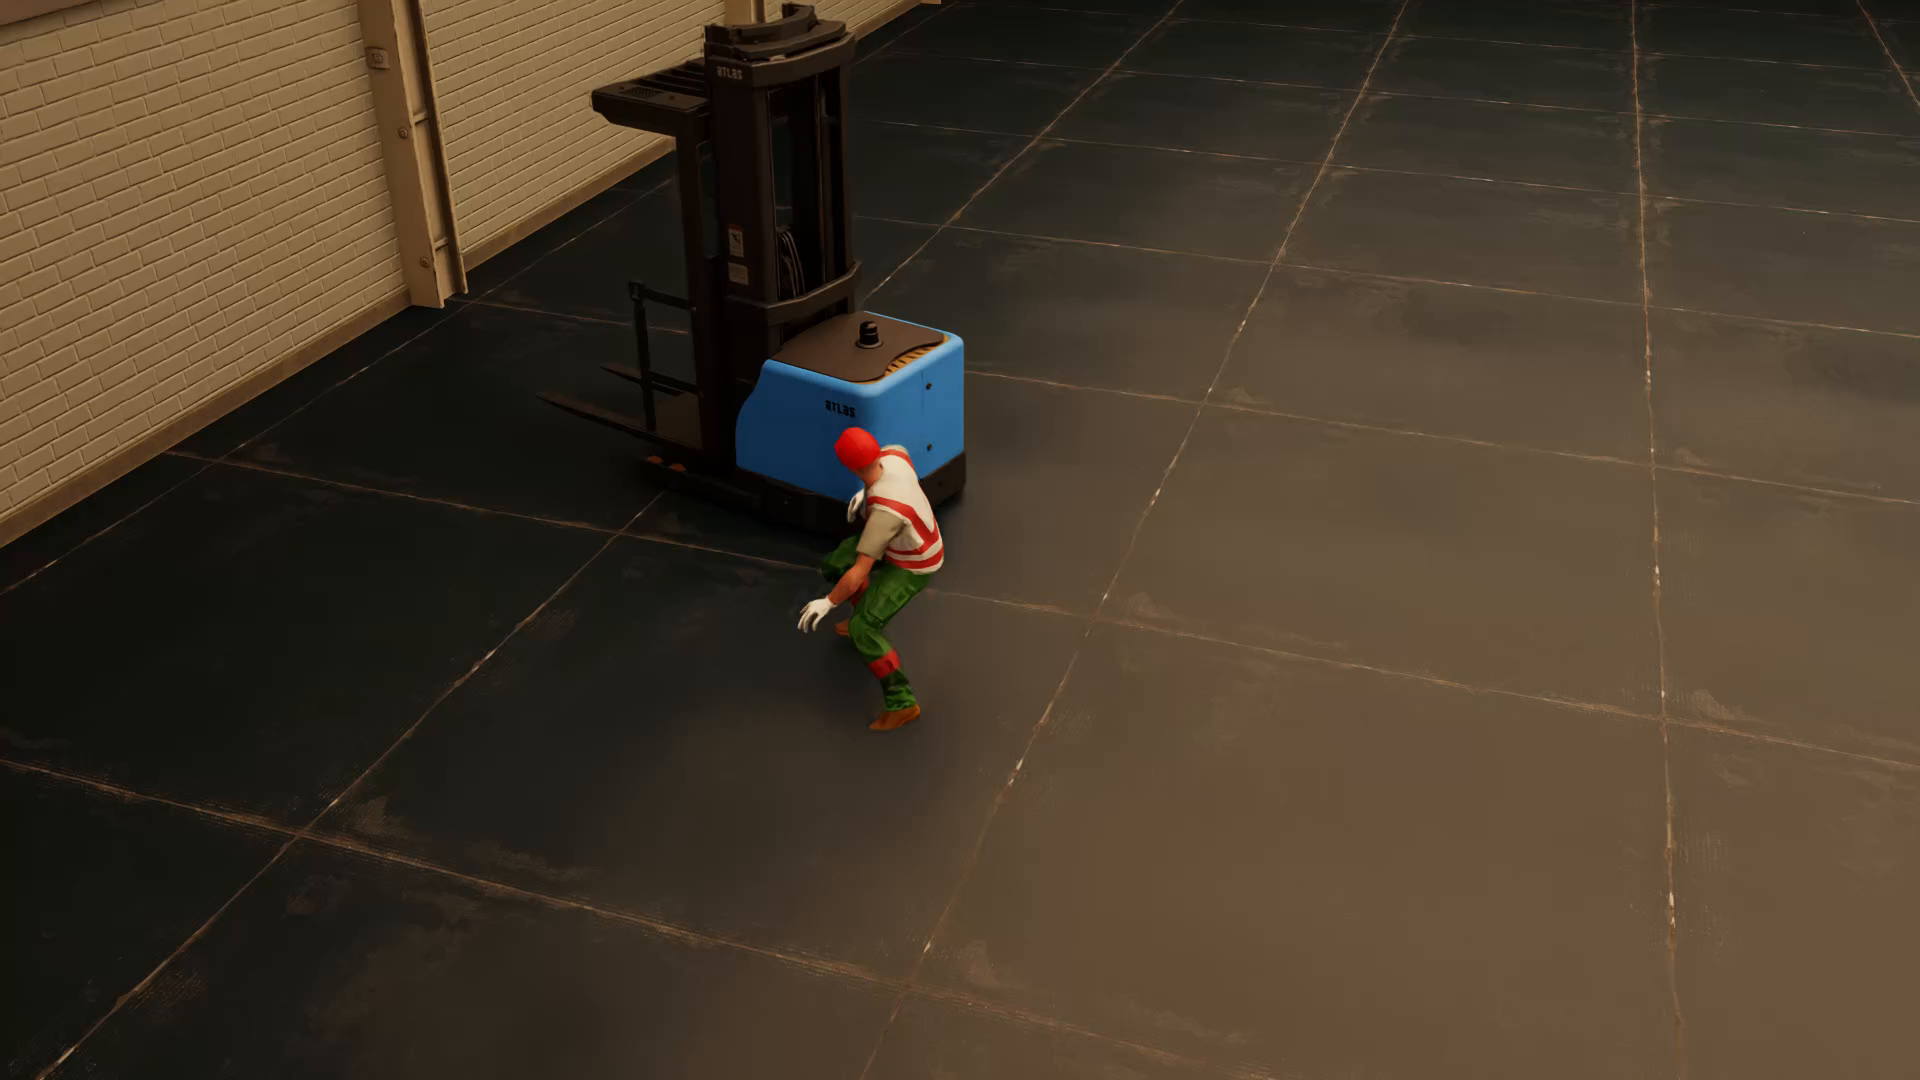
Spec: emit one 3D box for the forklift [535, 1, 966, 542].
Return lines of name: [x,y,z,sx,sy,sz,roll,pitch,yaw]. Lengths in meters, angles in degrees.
forklift: [-1.469,-1.794,10.283,3.031,2.935,1.130,18,34,29]

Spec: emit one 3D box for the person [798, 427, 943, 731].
person: [-0.461,0.120,8.419,0.777,1.540,0.898,-4,30,-7]
